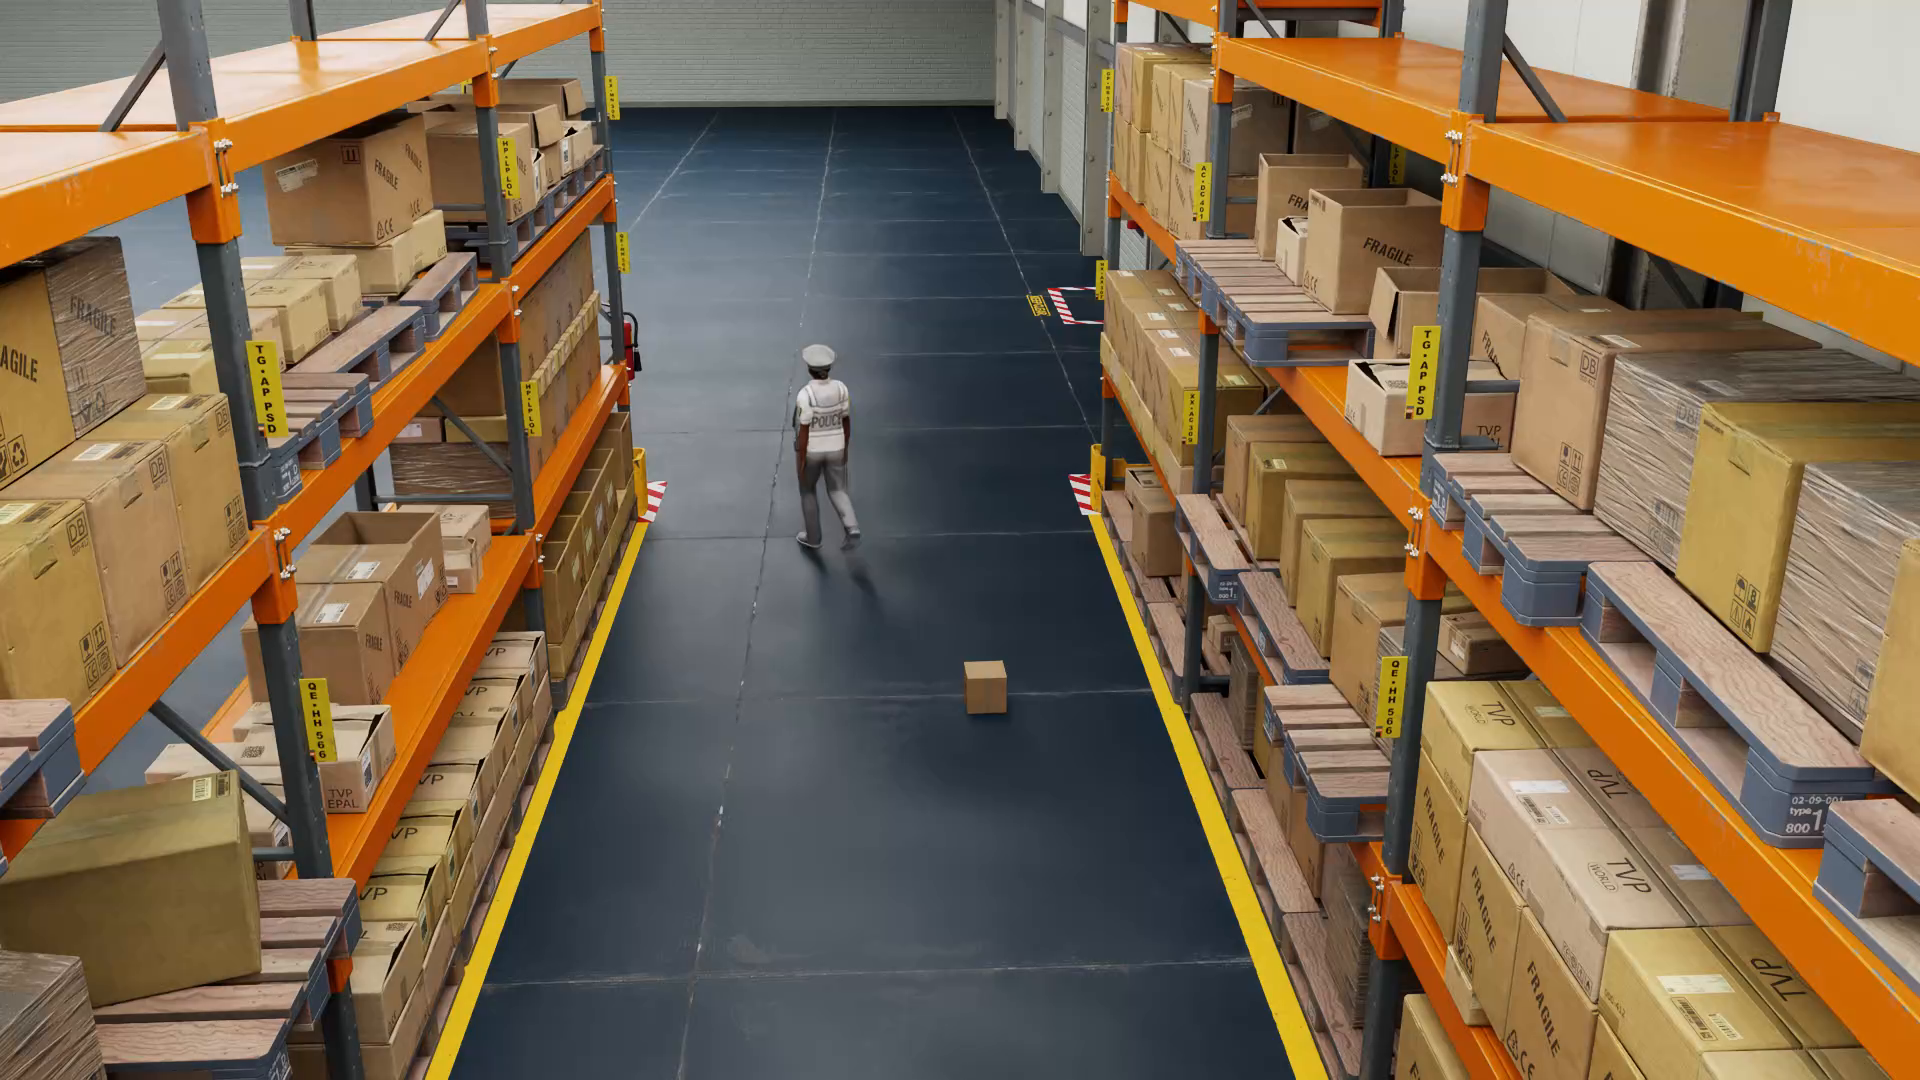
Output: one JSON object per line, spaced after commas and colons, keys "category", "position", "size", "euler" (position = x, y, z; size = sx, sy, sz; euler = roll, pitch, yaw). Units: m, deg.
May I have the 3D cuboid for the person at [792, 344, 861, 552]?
{"category": "person", "position": [-1.042, -0.685, 12.830], "size": [0.458, 1.662, 0.767], "euler": [-11, 23, -27]}
